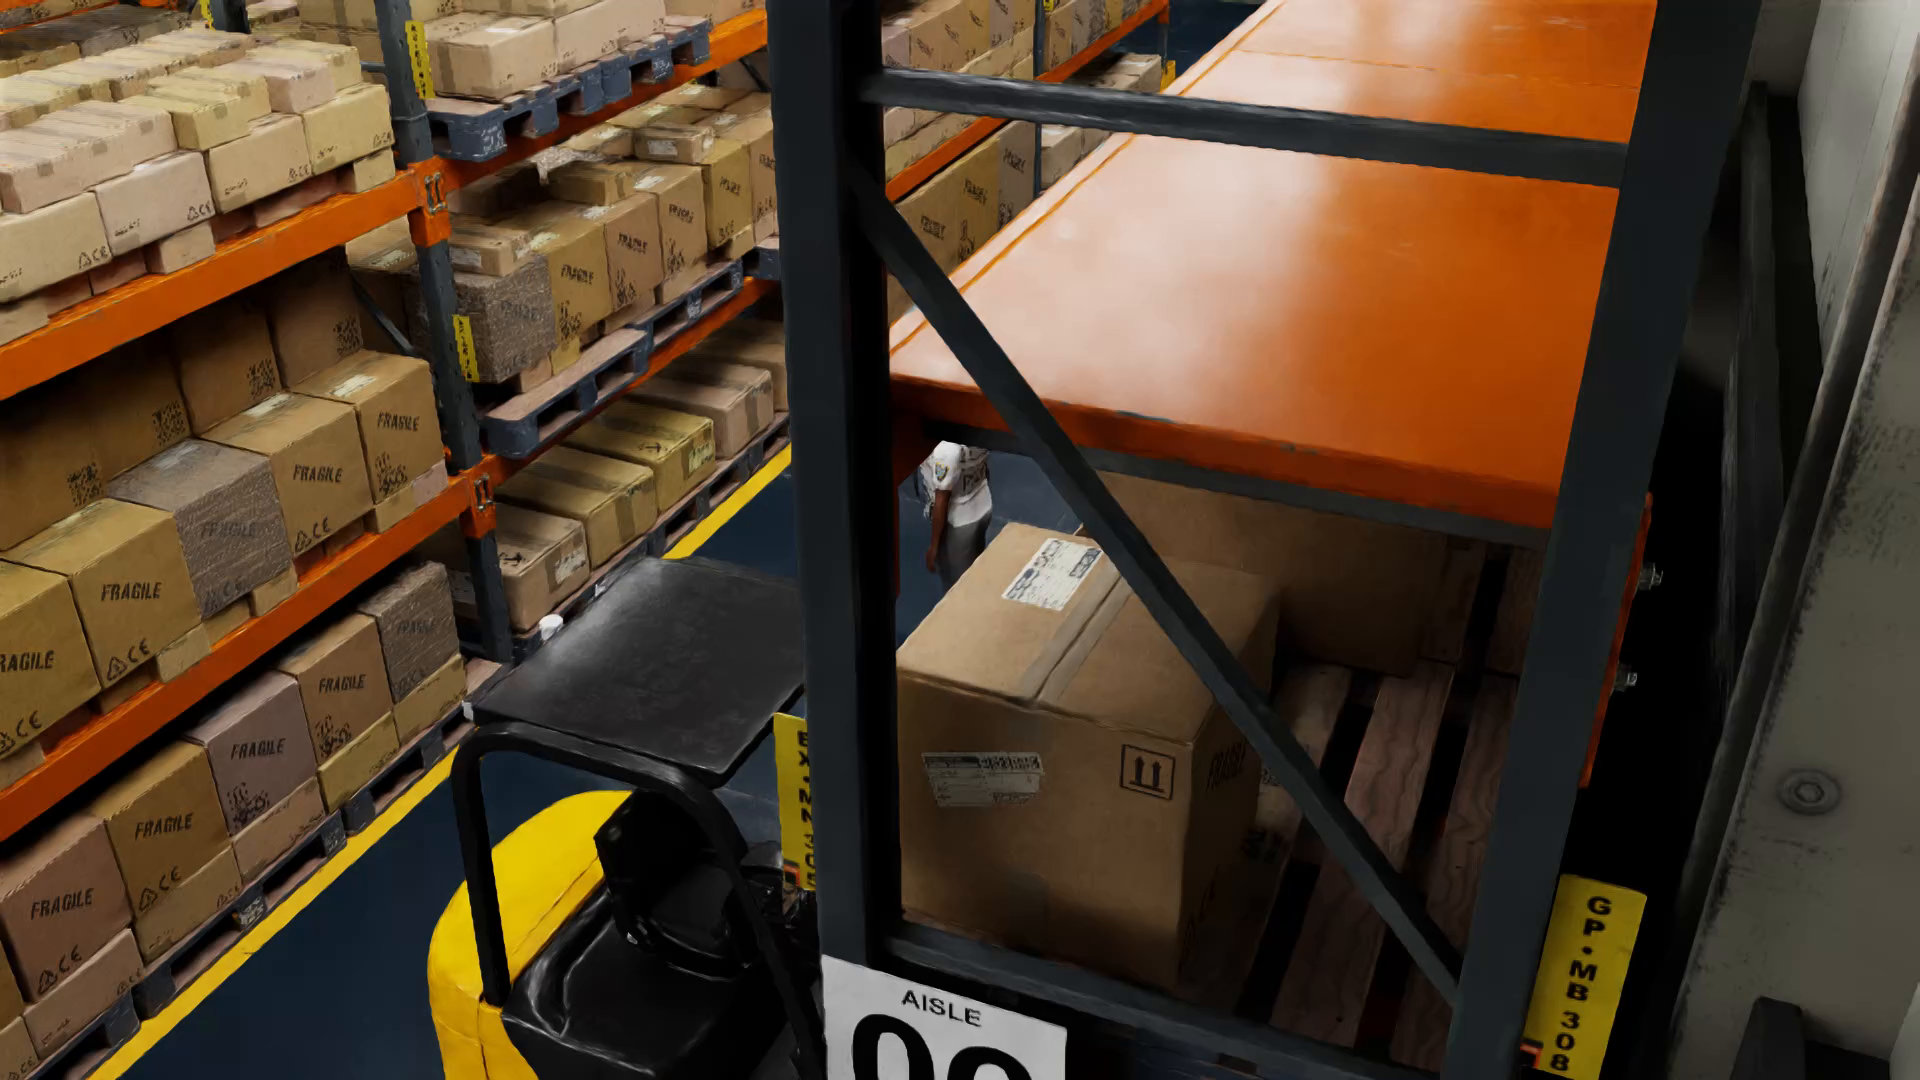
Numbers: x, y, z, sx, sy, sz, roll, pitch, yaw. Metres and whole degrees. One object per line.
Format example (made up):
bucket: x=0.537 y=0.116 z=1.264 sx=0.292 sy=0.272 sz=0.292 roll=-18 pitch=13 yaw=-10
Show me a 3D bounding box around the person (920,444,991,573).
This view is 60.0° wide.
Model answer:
person: x=-0.019 y=-0.383 z=8.353 sx=0.319 sy=1.013 sz=0.563 roll=14 pitch=33 yaw=23
